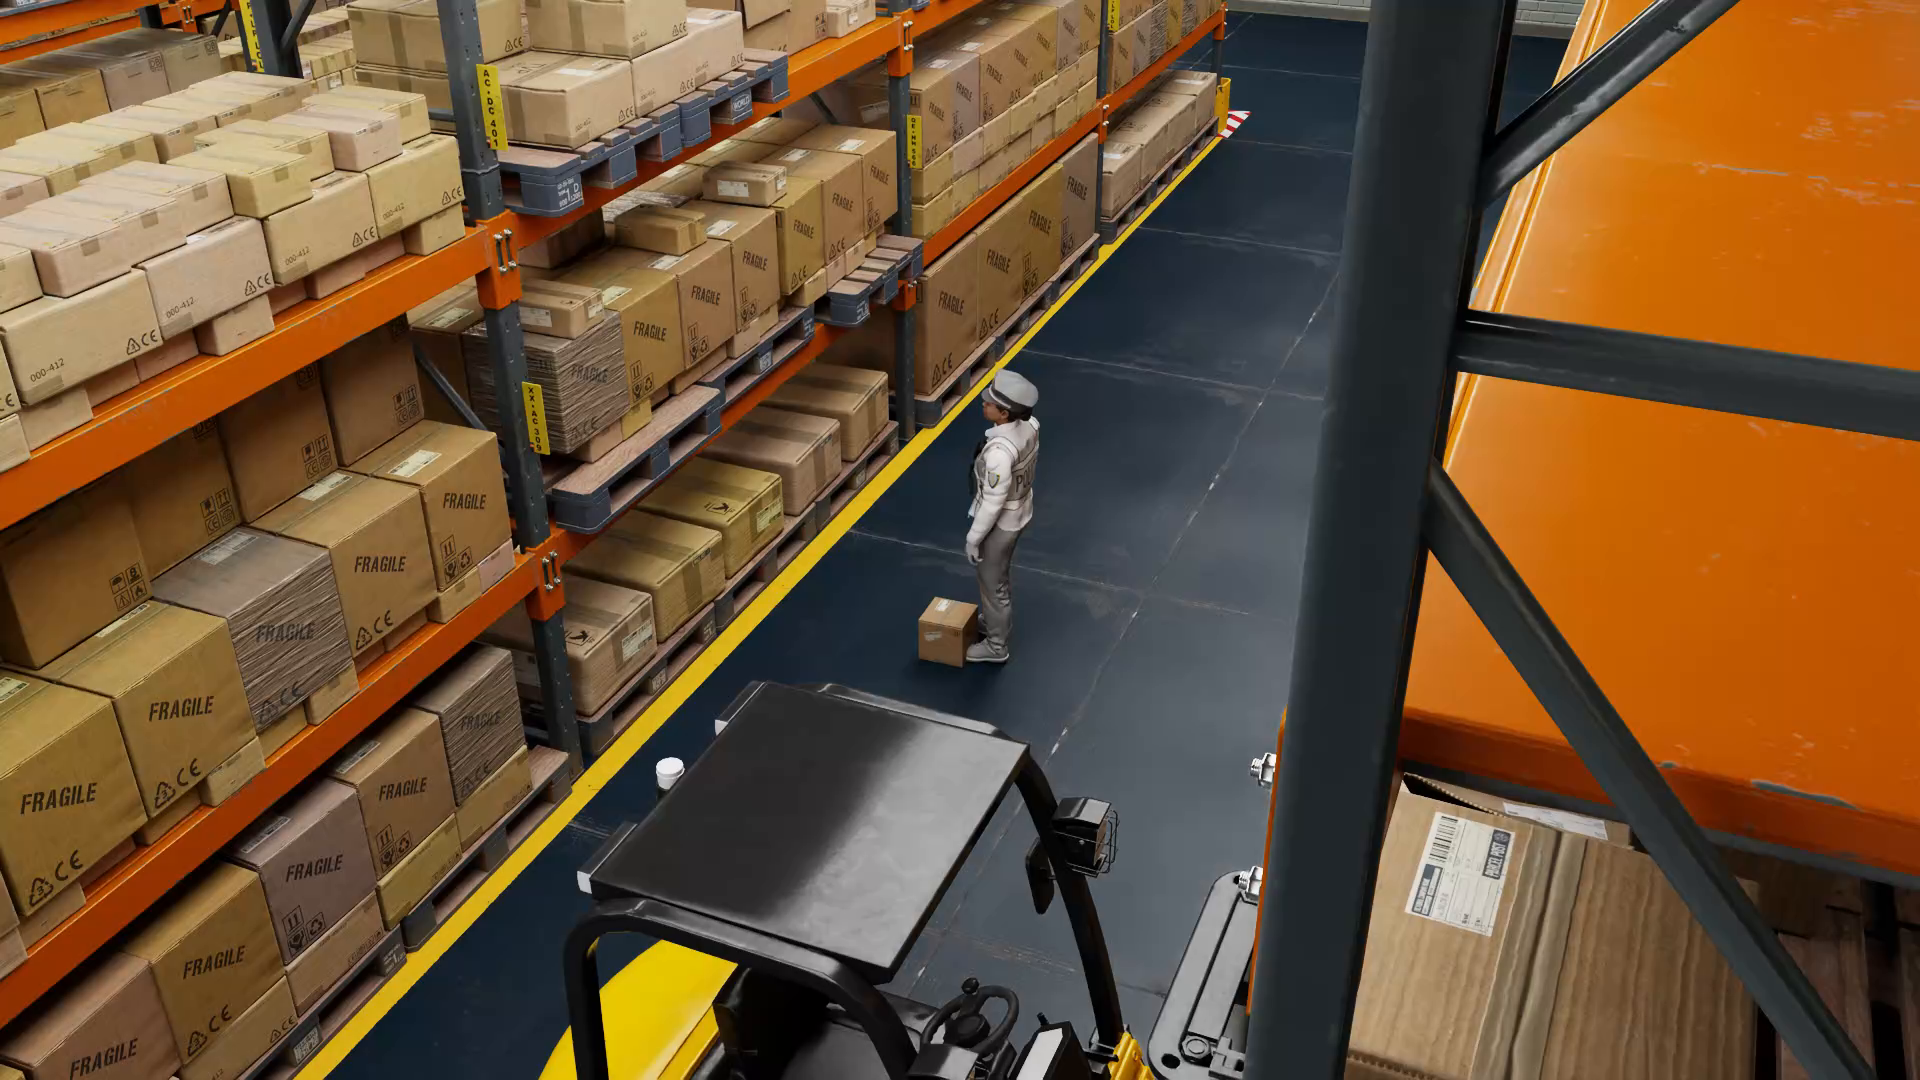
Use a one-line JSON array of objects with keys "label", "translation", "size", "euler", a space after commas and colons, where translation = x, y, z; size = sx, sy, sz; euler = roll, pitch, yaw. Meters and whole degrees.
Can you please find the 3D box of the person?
[{"label": "person", "translation": [0.140, -0.113, 8.537], "size": [0.531, 1.695, 0.586], "euler": [11, 32, 19]}]
